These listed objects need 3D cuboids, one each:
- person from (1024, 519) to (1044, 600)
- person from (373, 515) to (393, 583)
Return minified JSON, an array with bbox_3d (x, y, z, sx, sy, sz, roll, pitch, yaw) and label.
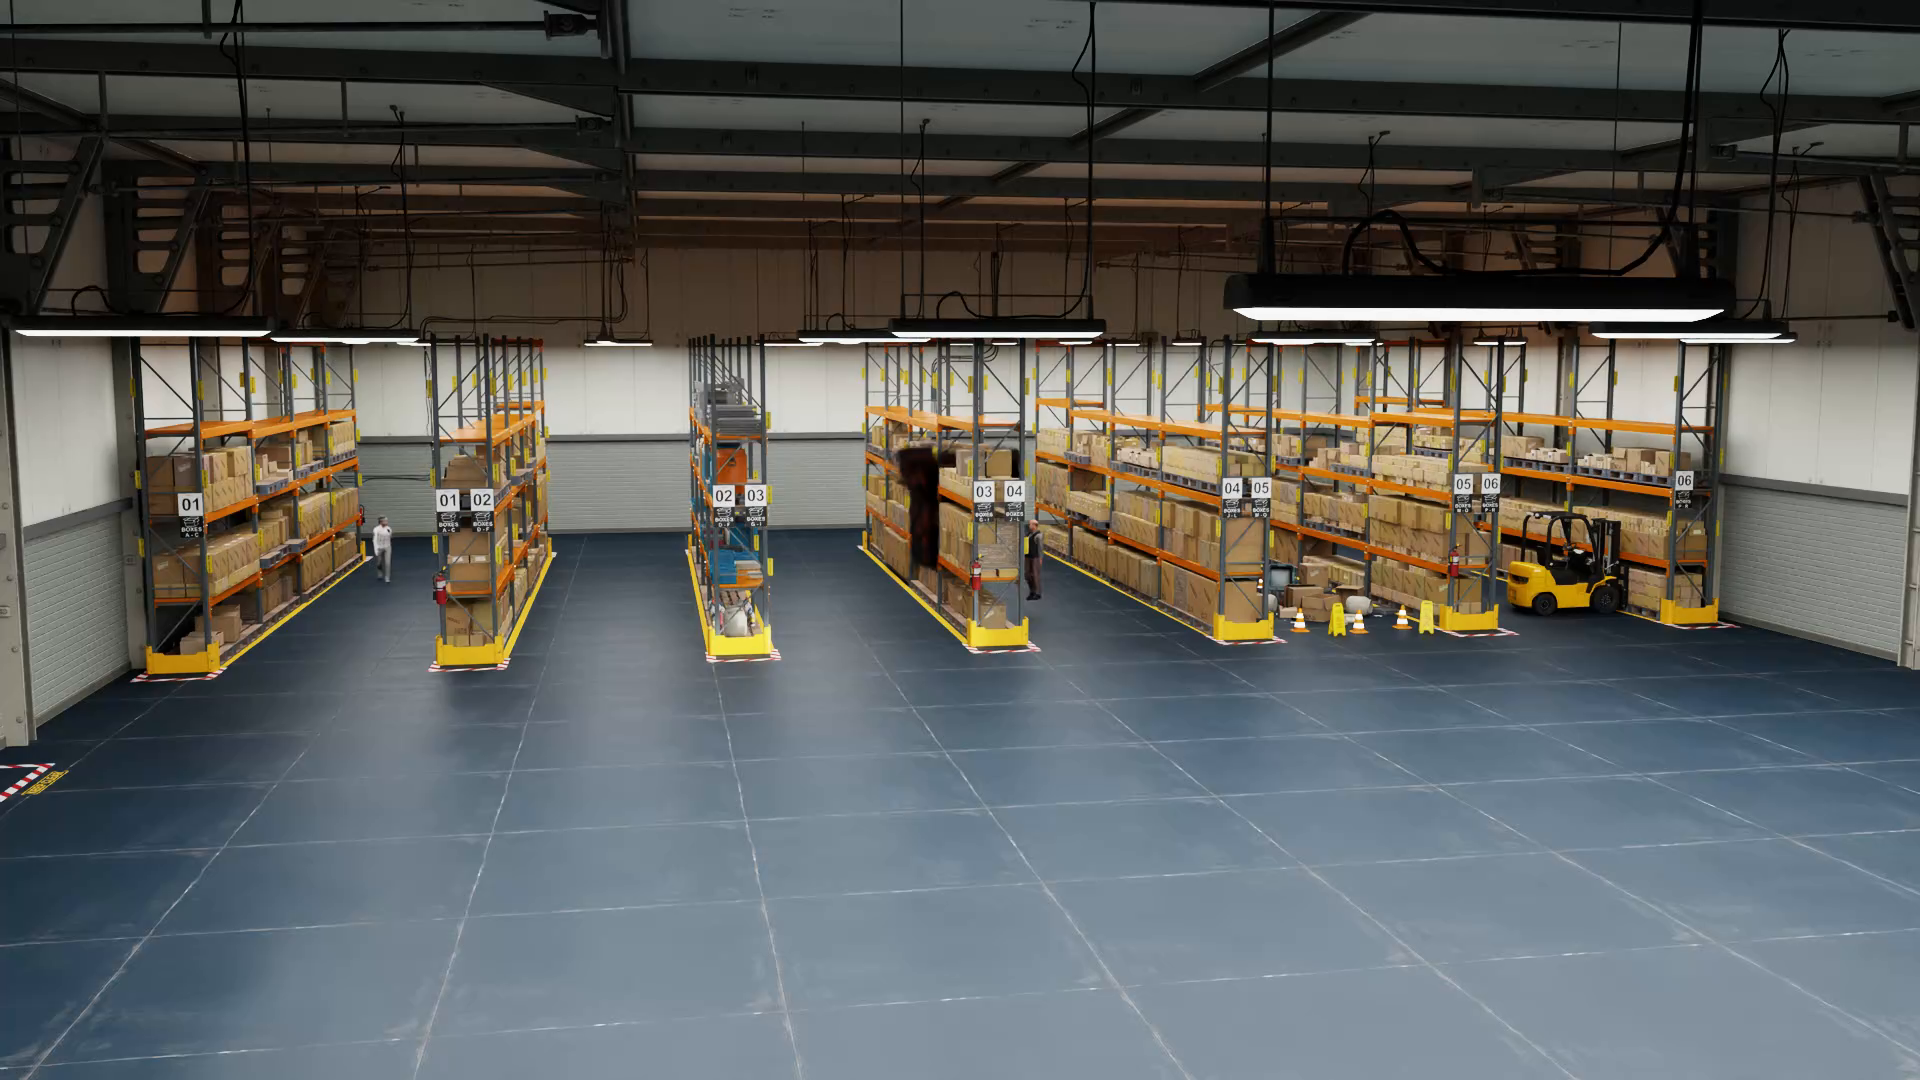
[{"bbox_3d":[1.612,0.447,36.193,0.398,1.802,0.541,-4,8,-31],"label":"person"},{"bbox_3d":[-14.199,0.203,40.968,0.446,1.646,0.708,-2,7,-14],"label":"person"}]
